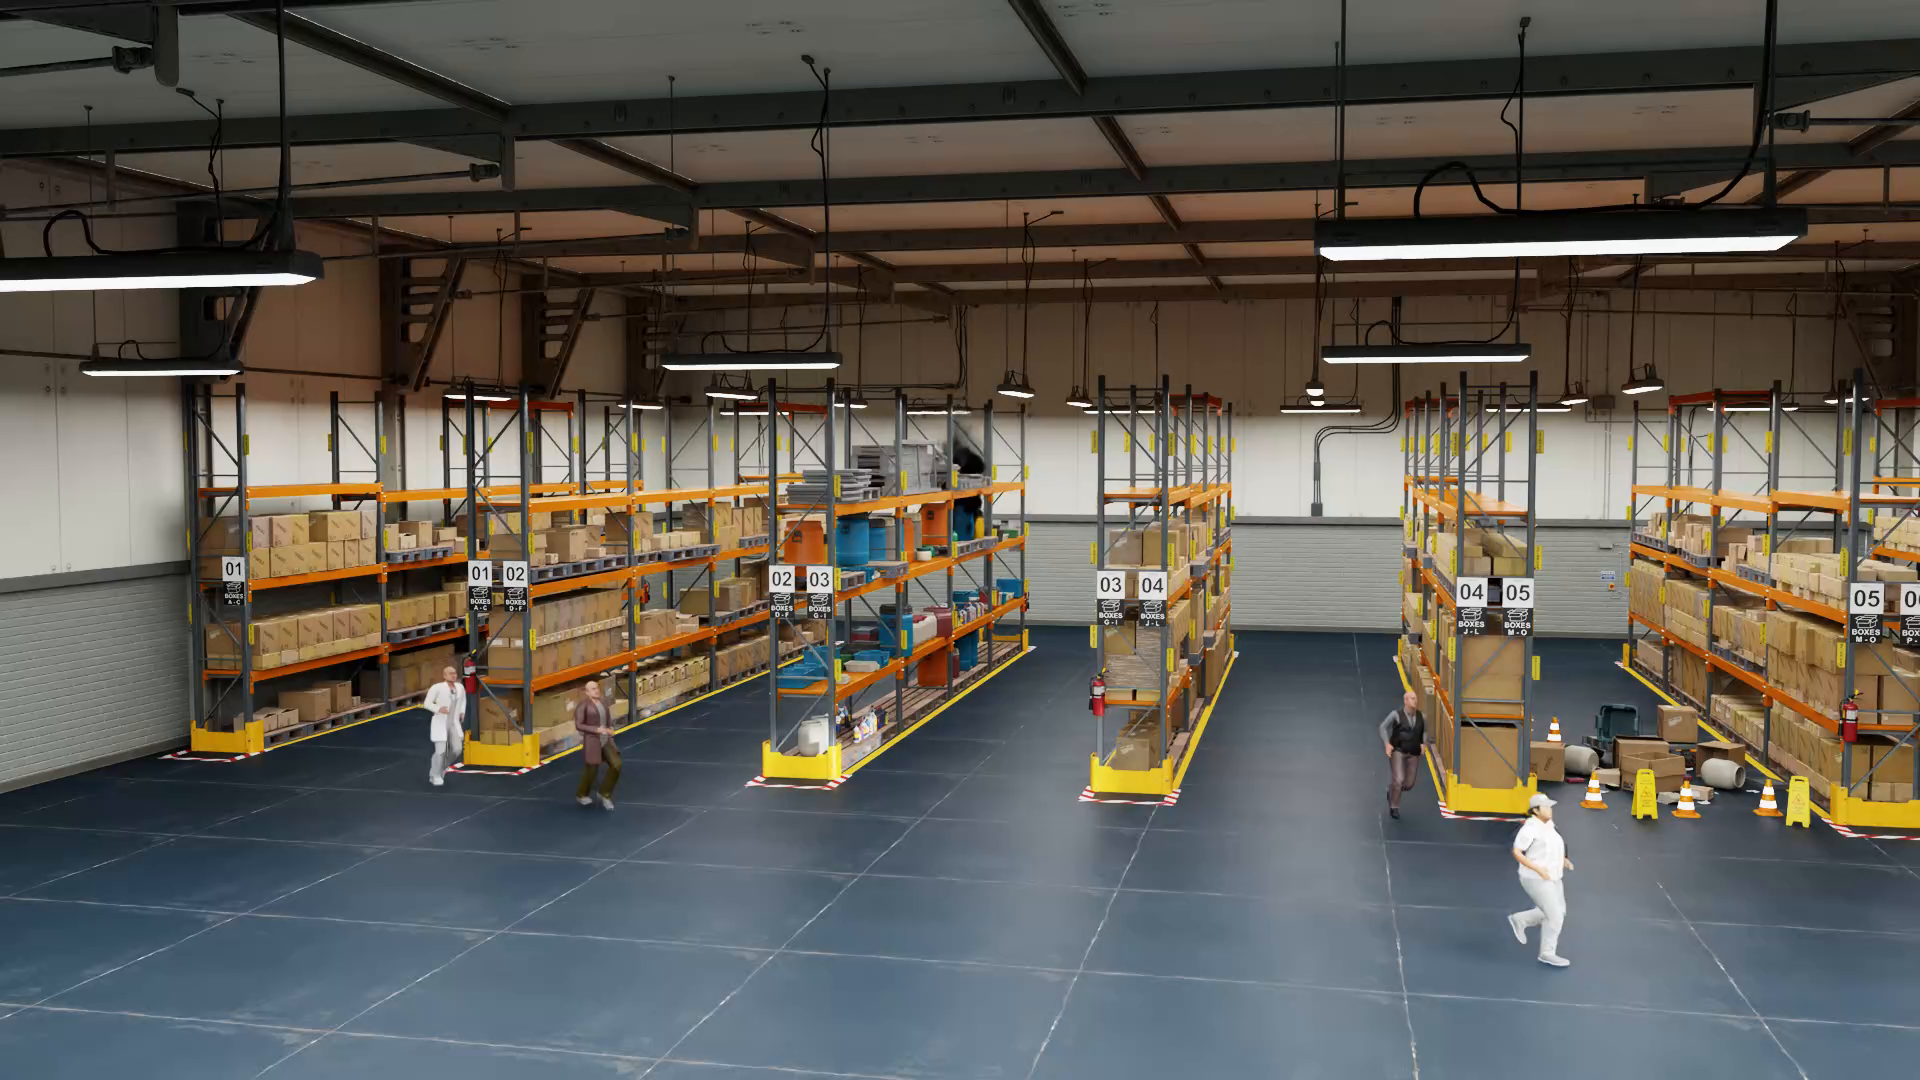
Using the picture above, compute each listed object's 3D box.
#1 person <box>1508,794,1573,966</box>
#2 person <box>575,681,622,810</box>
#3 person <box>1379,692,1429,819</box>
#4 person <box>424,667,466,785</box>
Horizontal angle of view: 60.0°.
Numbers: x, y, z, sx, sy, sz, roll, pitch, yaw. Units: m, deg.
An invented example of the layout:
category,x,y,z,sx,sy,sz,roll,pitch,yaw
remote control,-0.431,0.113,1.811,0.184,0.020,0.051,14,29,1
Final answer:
category,x,y,z,sx,sy,sz,roll,pitch,yaw
person,5.606,3.267,16.142,0.613,1.621,0.688,-3,5,-44
person,-4.993,2.872,22.888,0.795,1.722,0.719,3,4,41
person,6.025,2.891,22.539,0.697,1.680,0.665,0,3,-7
person,-7.534,2.736,24.557,0.725,1.726,0.661,-3,4,-43
